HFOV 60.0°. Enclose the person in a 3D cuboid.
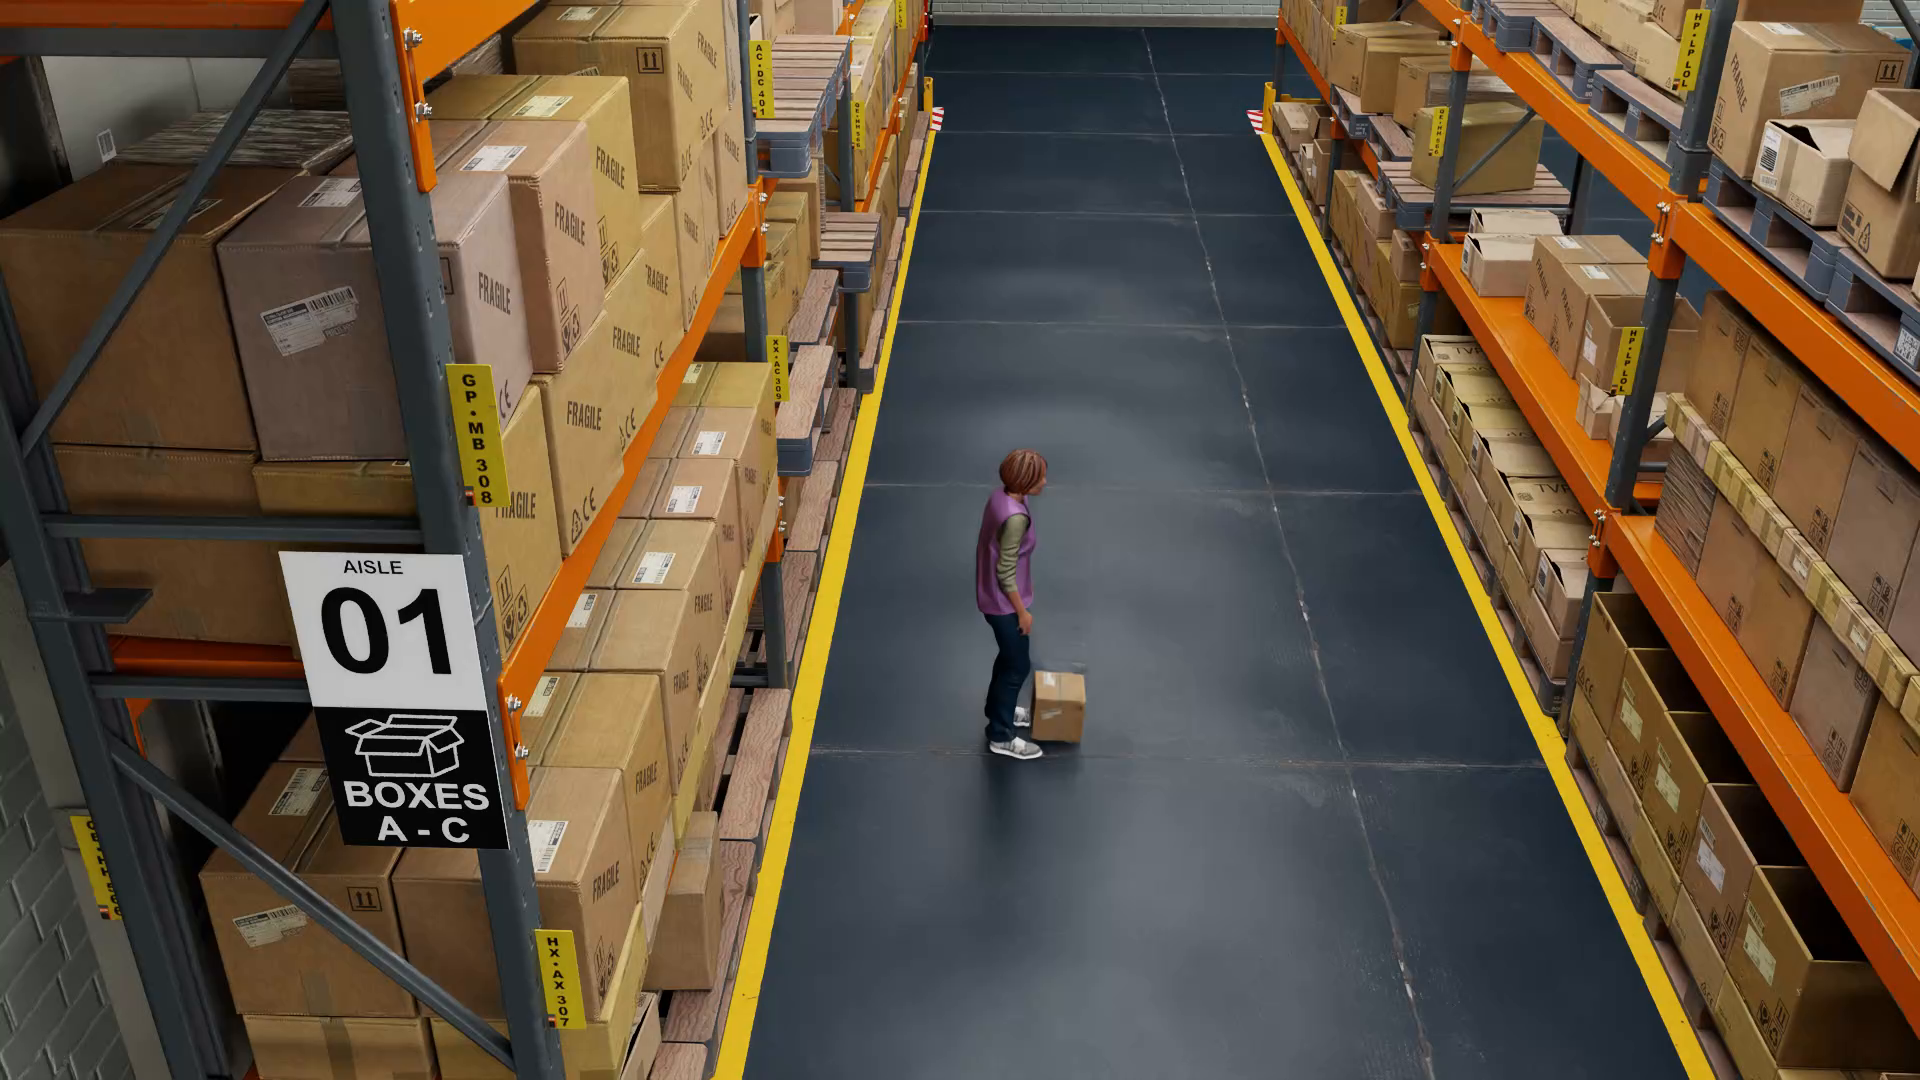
[{"bbox_3d":[0.246,0.290,8.095,0.341,1.594,0.459,0,28,0],"label":"person"}]
